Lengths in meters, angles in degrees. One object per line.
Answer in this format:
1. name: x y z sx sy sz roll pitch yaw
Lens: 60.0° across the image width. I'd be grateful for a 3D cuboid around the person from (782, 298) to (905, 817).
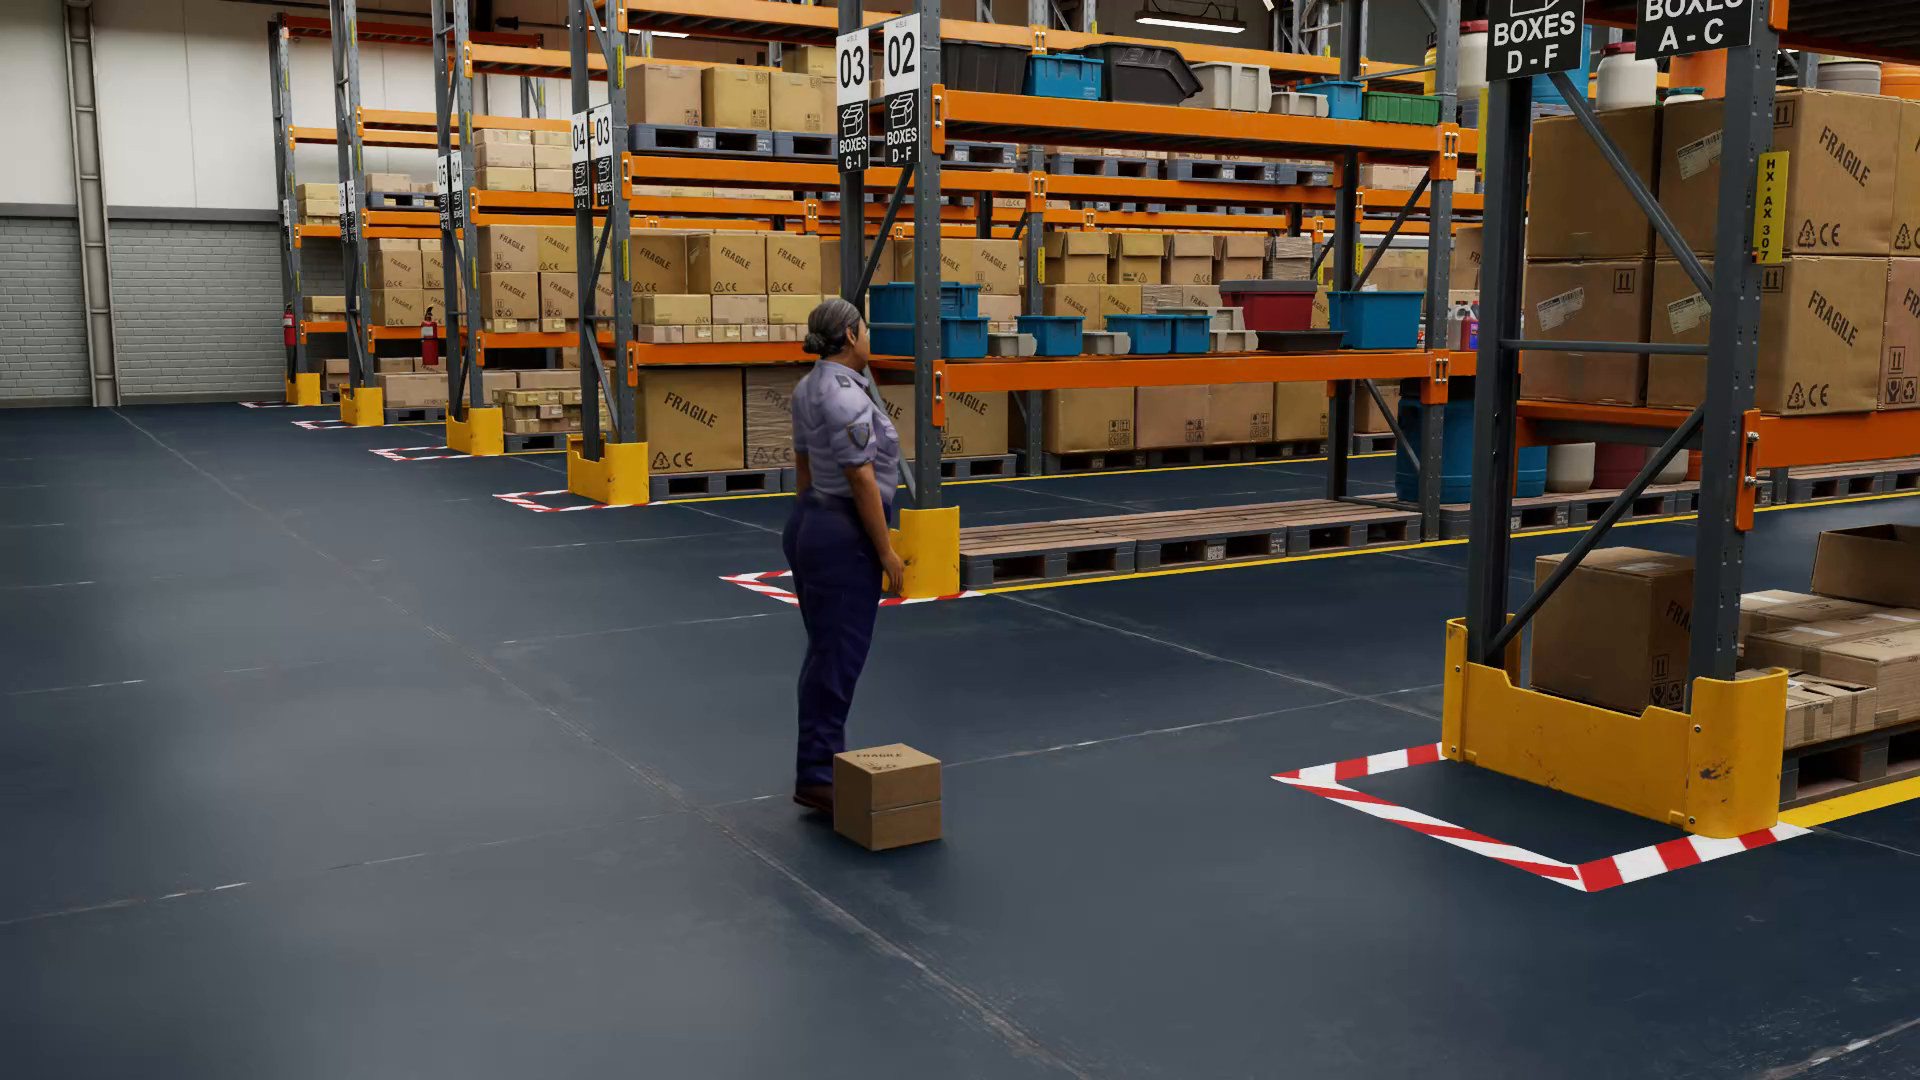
1. person: -0.402 0.037 5.491 0.380 1.654 0.635 -3 9 -19
